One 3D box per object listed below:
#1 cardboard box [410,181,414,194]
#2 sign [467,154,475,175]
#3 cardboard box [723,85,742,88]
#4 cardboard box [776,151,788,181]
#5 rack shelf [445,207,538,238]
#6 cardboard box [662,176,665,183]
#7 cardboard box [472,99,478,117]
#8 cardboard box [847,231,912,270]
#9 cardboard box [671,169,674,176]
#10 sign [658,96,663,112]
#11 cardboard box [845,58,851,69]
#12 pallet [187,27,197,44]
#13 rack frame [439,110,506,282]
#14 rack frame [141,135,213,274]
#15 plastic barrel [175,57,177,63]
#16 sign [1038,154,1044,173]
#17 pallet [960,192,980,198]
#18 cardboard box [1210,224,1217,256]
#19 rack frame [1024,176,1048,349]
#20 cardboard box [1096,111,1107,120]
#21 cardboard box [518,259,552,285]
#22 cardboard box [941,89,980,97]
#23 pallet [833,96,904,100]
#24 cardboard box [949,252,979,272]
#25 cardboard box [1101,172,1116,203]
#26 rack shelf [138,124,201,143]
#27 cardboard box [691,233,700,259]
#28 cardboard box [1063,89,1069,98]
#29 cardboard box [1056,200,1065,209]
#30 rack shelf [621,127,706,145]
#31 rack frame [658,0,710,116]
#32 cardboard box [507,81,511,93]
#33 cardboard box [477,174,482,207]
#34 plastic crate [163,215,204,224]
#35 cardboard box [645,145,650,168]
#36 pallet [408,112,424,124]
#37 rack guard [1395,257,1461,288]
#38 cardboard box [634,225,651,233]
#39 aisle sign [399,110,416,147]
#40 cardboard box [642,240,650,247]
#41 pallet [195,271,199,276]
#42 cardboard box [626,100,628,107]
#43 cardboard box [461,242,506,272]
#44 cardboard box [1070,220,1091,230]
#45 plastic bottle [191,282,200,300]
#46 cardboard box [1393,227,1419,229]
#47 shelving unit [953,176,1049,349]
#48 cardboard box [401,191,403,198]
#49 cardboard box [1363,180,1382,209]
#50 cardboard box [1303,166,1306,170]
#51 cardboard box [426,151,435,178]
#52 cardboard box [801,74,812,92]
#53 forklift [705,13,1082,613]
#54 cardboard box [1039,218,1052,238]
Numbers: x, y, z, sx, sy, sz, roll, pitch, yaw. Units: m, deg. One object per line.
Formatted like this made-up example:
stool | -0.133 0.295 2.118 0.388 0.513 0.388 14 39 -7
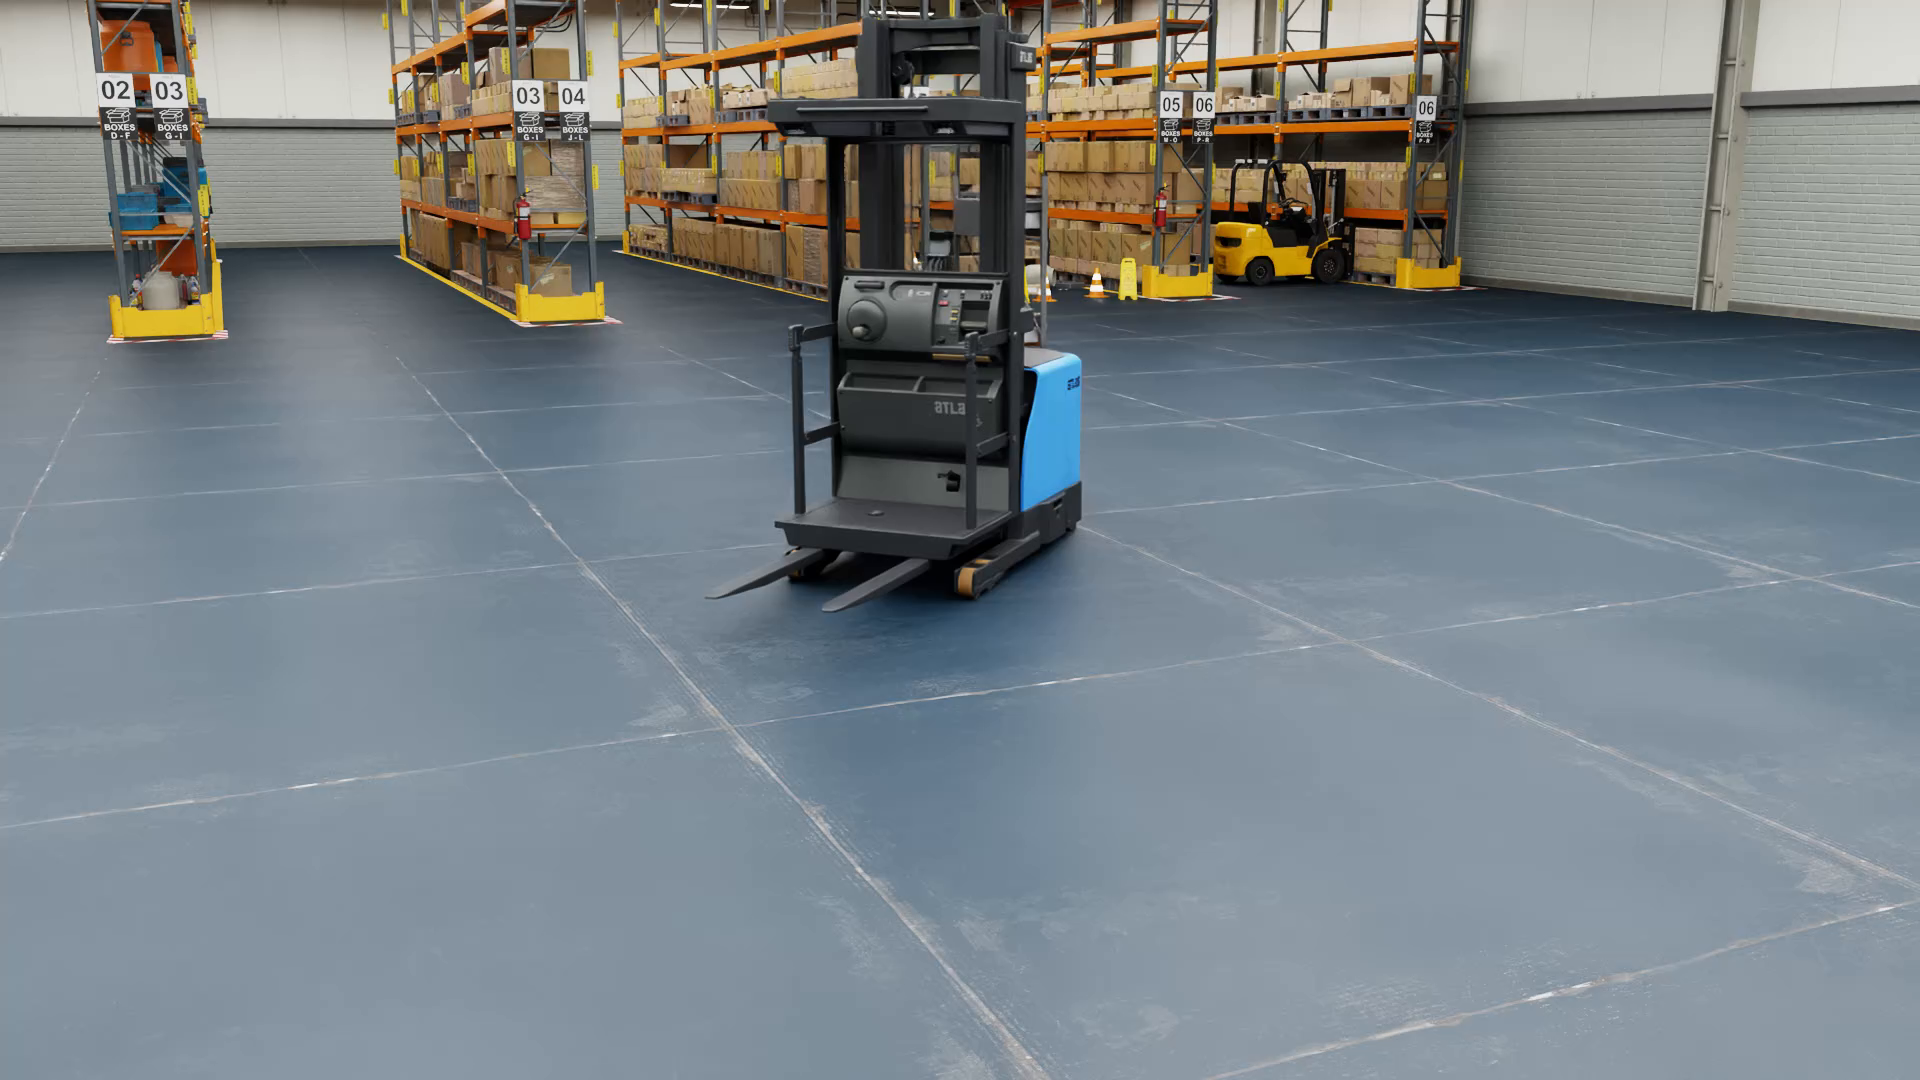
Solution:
cardboard box | -11.159 -7.349 34.644 0.500 0.250 0.500 -5 14 -22
sign | -7.630 -5.858 25.961 0.100 0.325 0.005 -6 14 -23
cardboard box | -4.394 -8.746 32.433 0.396 0.266 0.258 -6 14 -23
cardboard box | -2.742 -6.410 28.474 0.700 0.500 0.500 -6 14 -24
rack shelf | -7.924 -5.408 28.178 1.077 0.370 4.000 -6 14 -23
cardboard box | -6.006 -7.529 34.714 0.380 0.149 0.250 -5 14 -22
cardboard box | -7.177 -6.617 25.488 0.500 0.250 0.500 -6 14 -25
cardboard box | -1.267 -4.249 25.358 0.875 0.875 0.875 -6 14 -23
cardboard box | -5.690 -7.512 33.981 0.380 0.149 0.250 -6 14 -24
sign | -6.236 -9.087 34.683 0.100 0.325 0.005 -6 14 -23
cardboard box | -1.480 -7.017 24.519 0.380 0.149 0.250 -6 14 -23
pallet | -13.524 -8.512 27.995 1.213 0.211 1.003 -6 14 -23
rack frame | -8.725 -6.171 29.882 1.000 3.000 0.127 -6 14 -23
rack frame | -14.865 -6.550 31.520 1.000 3.000 0.127 -6 14 -23
plastic barrel | -14.042 -8.122 29.614 0.600 0.901 0.708 -6 14 -23
sign | 1.450 -6.753 29.828 0.100 0.325 0.005 -6 14 -23
pallet | 0.738 -6.835 33.176 1.213 0.211 1.003 -6 14 -23
cardboard box | 5.678 -6.160 34.167 0.875 0.625 0.625 -6 14 -25
rack frame | 0.352 -1.182 10.319 0.400 2.100 0.015 -6 14 -24
cardboard box | 2.505 -7.114 27.861 0.380 0.149 0.250 -6 14 -24
cardboard box | -6.259 -3.887 24.626 0.500 0.500 0.500 -4 14 -18
cardboard box | 0.066 -8.847 33.630 0.797 0.503 0.637 -7 15 -26
pallet | -1.242 -6.516 24.916 1.003 0.211 1.213 -6 14 -23
cardboard box | 0.154 -4.590 28.286 0.797 0.637 0.503 -6 14 -23
cardboard box | 2.696 -5.902 27.837 0.500 0.500 0.500 -6 14 -23
rack shelf | -14.064 -7.248 29.477 1.077 0.370 4.000 -6 14 -23
cardboard box | -5.074 -5.913 33.378 0.500 0.500 0.500 -6 14 -25
cardboard box | 2.013 -7.766 28.910 0.380 0.149 0.250 -6 14 -25
cardboard box | 1.939 -5.976 29.595 0.380 0.149 0.250 -5 14 -21
rack shelf | -6.543 -8.949 36.826 1.077 0.370 4.000 -6 14 -23
rack frame | -5.742 -10.348 34.622 1.000 3.000 0.127 -6 14 -23
cardboard box | -5.918 -6.130 22.500 0.380 0.149 0.250 -6 14 -23
cardboard box | -6.999 -5.440 25.841 0.875 0.500 0.500 -6 14 -23
plastic crate | -10.778 -4.456 23.057 0.530 0.136 0.437 -6 14 -23
cardboard box | -6.582 -8.392 36.376 0.500 0.500 0.500 -5 14 -21
pallet | -10.645 -8.586 33.859 1.003 0.211 1.213 -6 14 -23
rack guard | 8.116 -4.640 28.809 1.175 0.500 0.348 -6 14 -23
cardboard box | -7.242 -7.108 38.001 0.380 0.149 0.250 -6 14 -23
aisle sign | -12.233 -9.078 36.677 0.394 0.787 0.004 -6 14 -23
cardboard box | -6.931 -6.666 37.412 0.380 0.149 0.250 -6 14 -26
pallet | -13.617 -4.525 28.951 1.003 0.211 1.213 -6 14 -23
cardboard box | -7.423 -9.990 38.068 0.380 0.149 0.250 -6 14 -23
cardboard box | -8.438 -5.031 29.524 0.700 0.500 0.500 -6 15 -26
cardboard box | 2.149 -5.503 29.059 0.380 0.149 0.250 -5 14 -21
plastic bottle | -10.758 -3.492 23.382 0.097 0.271 0.097 0 13 0
cardboard box | 7.884 -5.434 29.646 0.500 0.250 0.500 -6 14 -23
shelving unit | 0.250 -1.232 10.535 0.431 2.100 0.503 -6 14 -24
cardboard box | -12.090 -7.599 36.606 0.380 0.149 0.250 -5 14 -22
cardboard box | 7.469 -6.097 29.341 0.500 0.500 0.500 -5 14 -21
cardboard box | 6.658 -7.008 31.179 0.380 0.149 0.250 -6 14 -24
cardboard box | -10.064 -7.404 32.761 0.797 0.503 0.637 -6 14 -24
cardboard box | -2.192 -7.224 26.297 0.500 0.250 0.500 -6 14 -24
forklift | -0.298 -1.233 8.696 1.130 2.935 3.031 5 14 22
cardboard box | 2.282 -7.722 41.194 0.500 0.500 0.500 -5 14 -22
